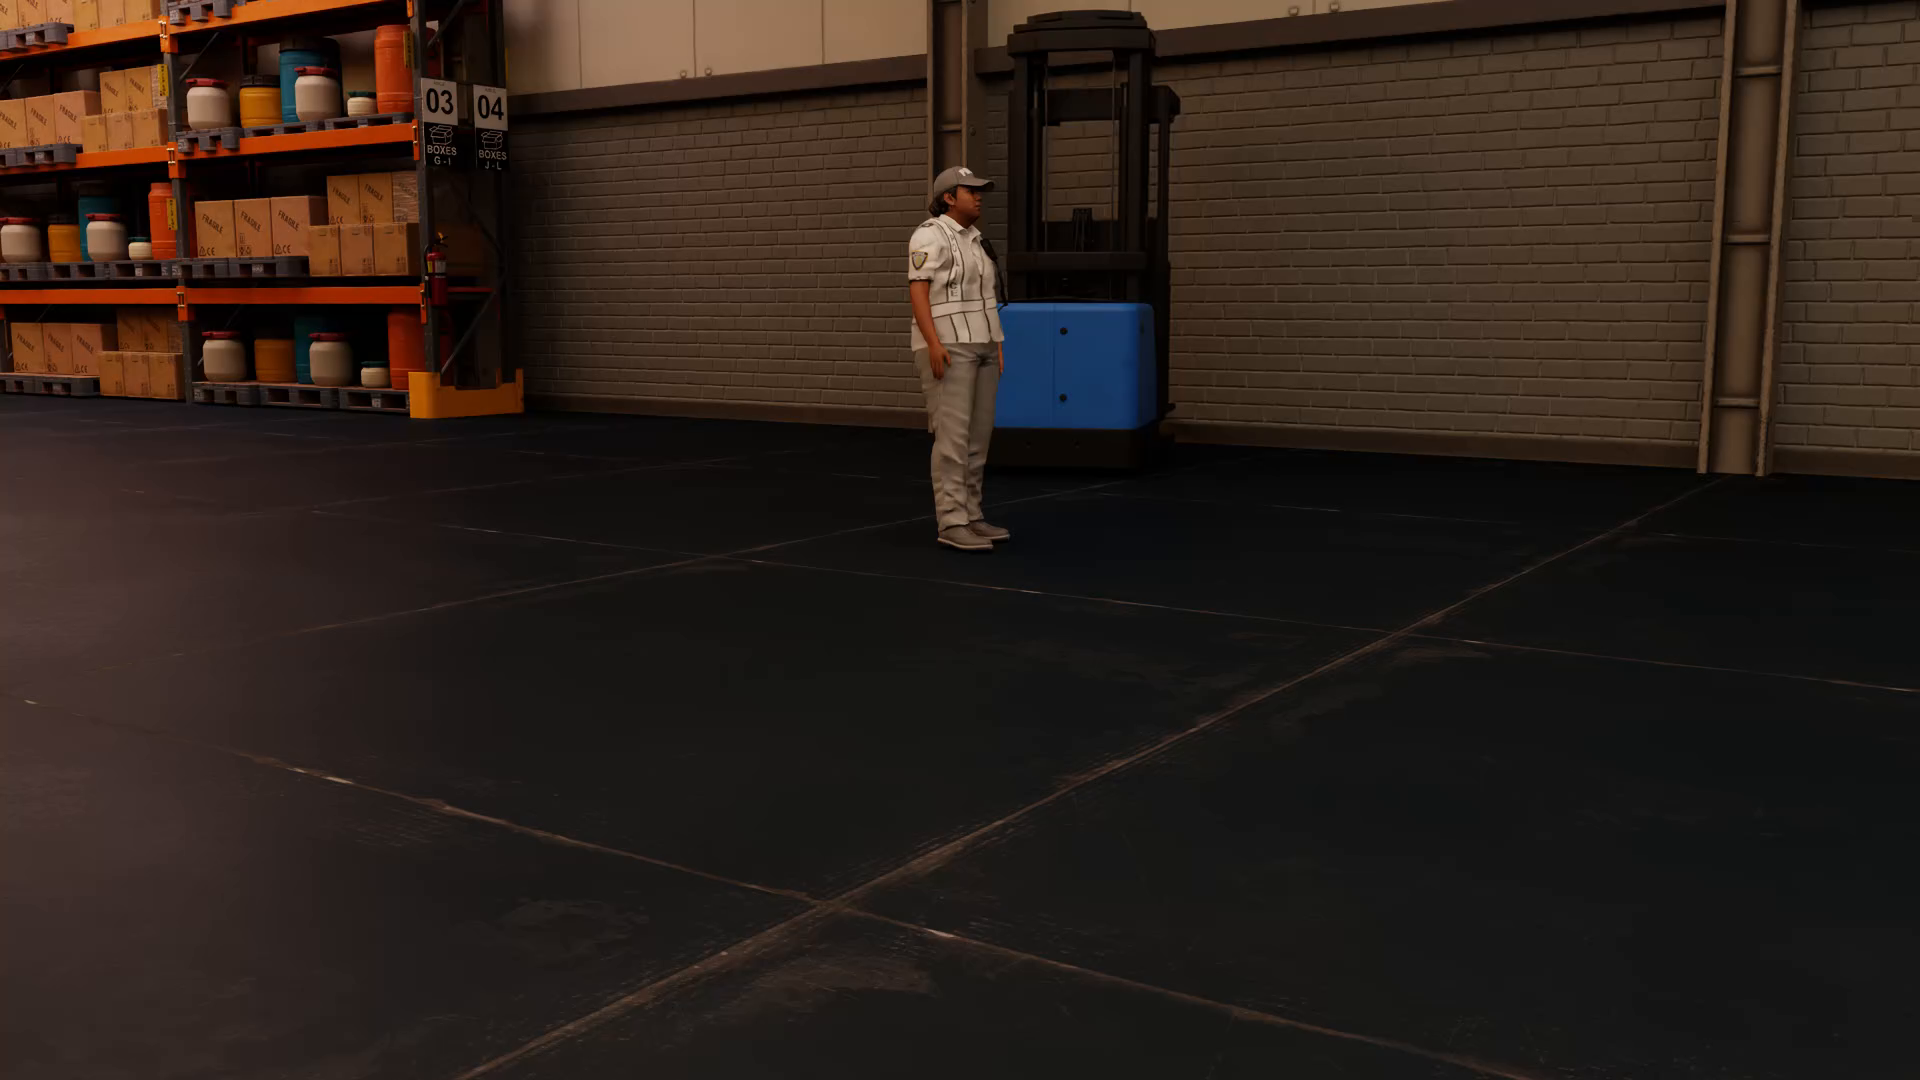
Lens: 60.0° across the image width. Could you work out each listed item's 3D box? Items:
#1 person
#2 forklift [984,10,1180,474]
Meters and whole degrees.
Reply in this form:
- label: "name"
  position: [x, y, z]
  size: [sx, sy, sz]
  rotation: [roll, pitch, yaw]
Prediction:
- label: "person"
  position: [0.051, -0.824, 7.424]
  size: [0.529, 1.670, 0.599]
  rotation: [5, 10, 34]
- label: "forklift"
  position: [0.918, -2.036, 11.507]
  size: [1.130, 2.935, 3.031]
  rotation: [2, 8, 13]
